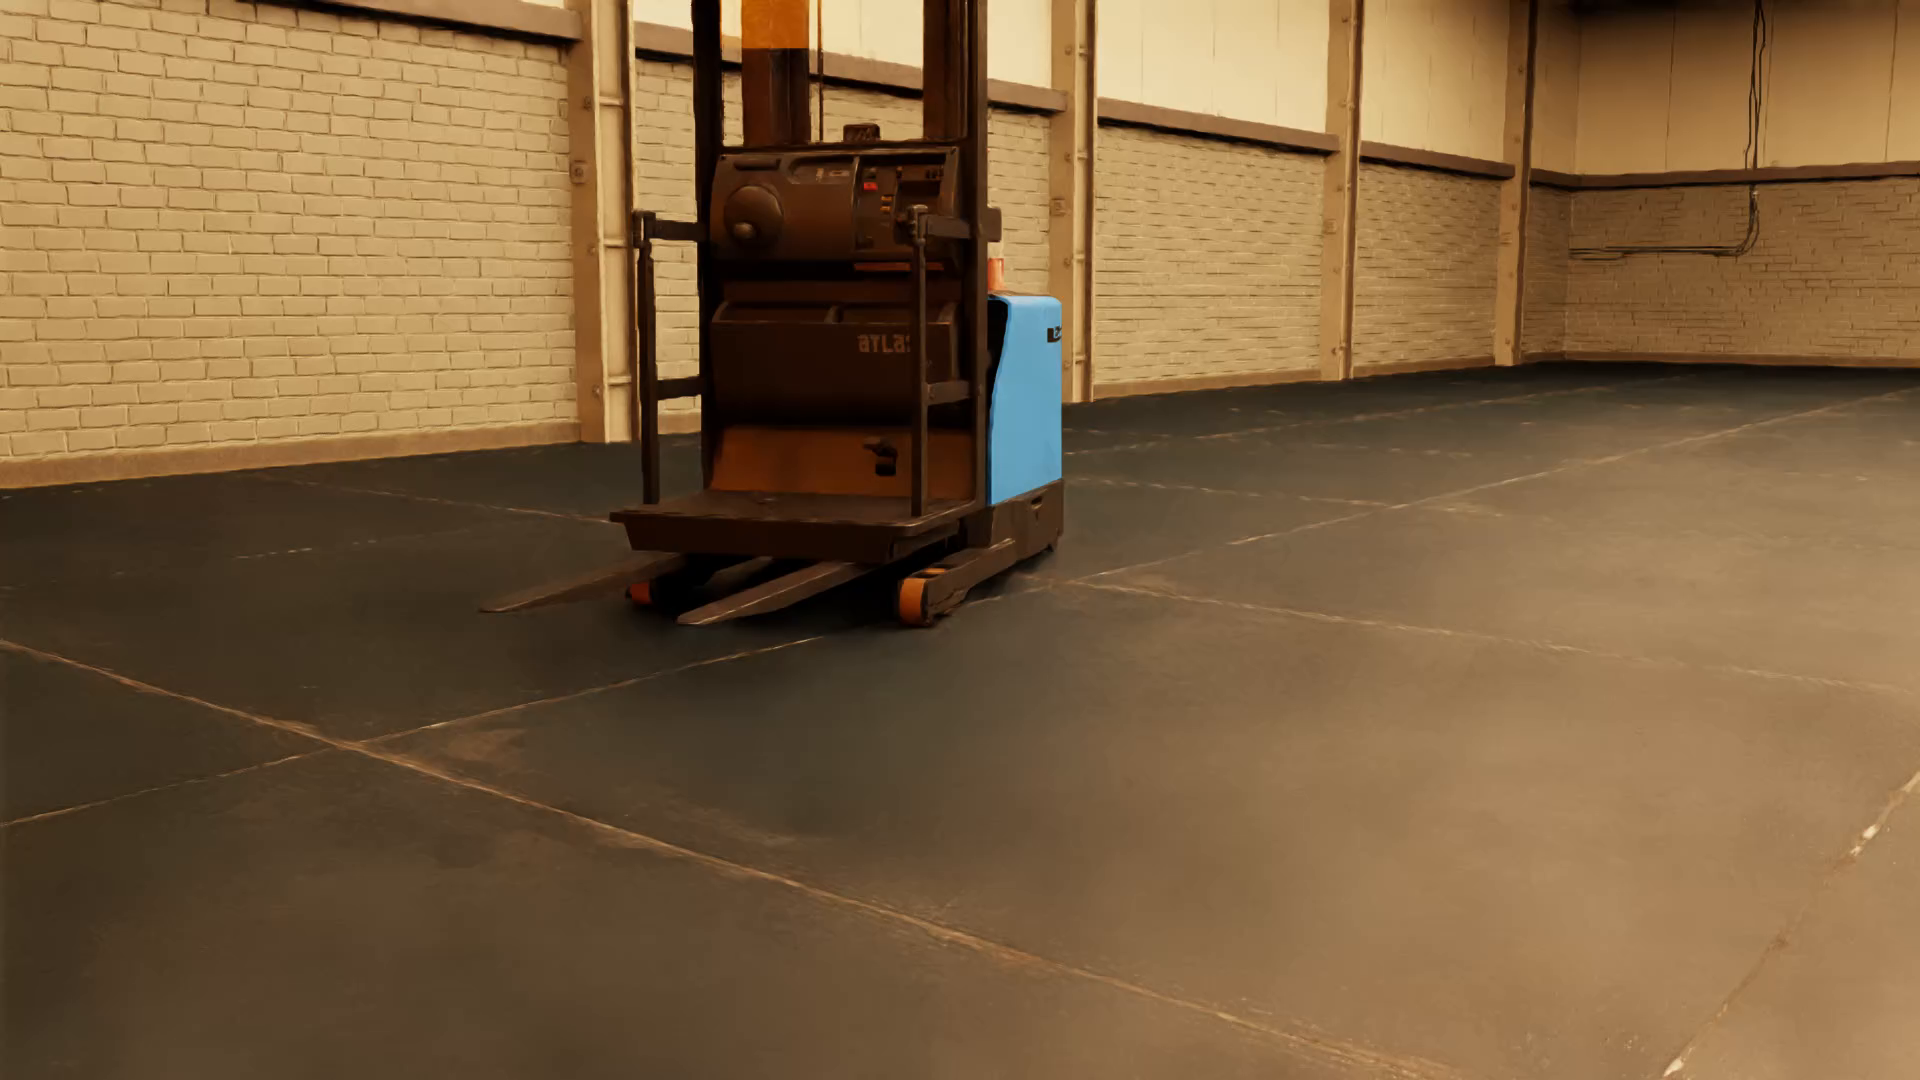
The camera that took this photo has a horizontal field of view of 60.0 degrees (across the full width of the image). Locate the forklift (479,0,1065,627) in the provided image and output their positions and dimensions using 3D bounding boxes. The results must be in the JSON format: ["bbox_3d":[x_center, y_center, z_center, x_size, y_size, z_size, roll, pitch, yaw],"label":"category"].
[{"bbox_3d":[-0.517,-1.231,5.697,1.130,2.935,3.031,3,9,19],"label":"forklift"}]

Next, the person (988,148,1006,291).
[{"bbox_3d":[0.052,-0.896,7.340,0.540,1.794,0.484,7,11,38],"label":"person"}]
